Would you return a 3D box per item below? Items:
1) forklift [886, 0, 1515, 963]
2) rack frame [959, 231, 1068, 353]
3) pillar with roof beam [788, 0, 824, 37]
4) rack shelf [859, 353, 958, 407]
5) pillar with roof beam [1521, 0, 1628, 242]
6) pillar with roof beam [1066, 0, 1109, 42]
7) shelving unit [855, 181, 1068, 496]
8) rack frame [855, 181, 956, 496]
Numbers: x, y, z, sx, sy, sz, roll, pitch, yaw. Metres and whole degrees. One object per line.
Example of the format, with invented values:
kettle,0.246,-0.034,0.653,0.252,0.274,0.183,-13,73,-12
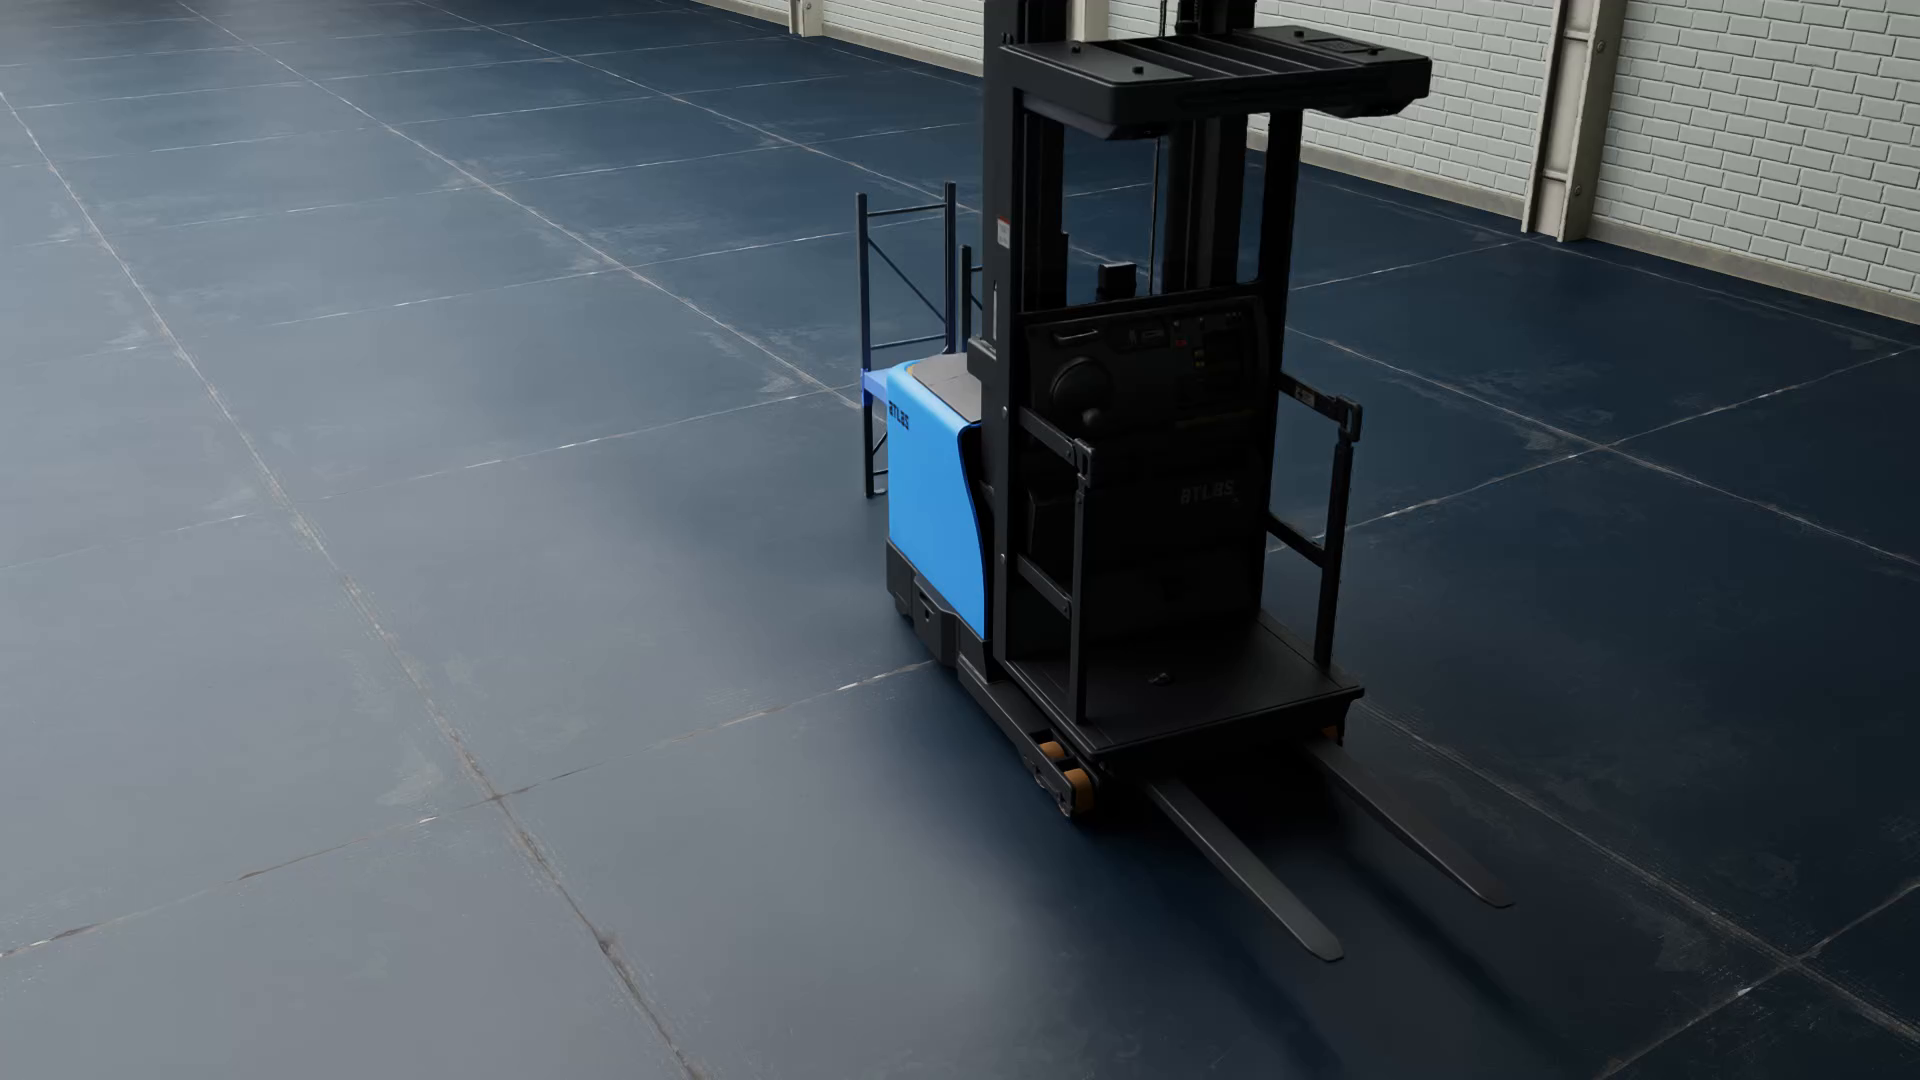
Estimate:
forklift,0.739,-0.580,5.544,1.130,2.935,3.031,-11,27,-21
rack frame,0.223,-0.564,7.188,0.500,1.500,0.032,-13,28,-25
pillar with roof beam,-5.614,-9.699,17.754,9.100,9.000,0.400,-16,29,-30
rack shelf,-0.013,-0.594,7.672,0.538,0.185,1.000,-13,28,-25
pillar with roof beam,0.937,-5.407,8.662,9.100,9.000,0.400,-16,29,-30
pillar with roof beam,-2.338,-7.553,13.208,9.100,9.000,0.400,-16,29,-30
shelving unit,-0.013,-0.756,7.595,0.538,1.500,1.048,-13,28,-25
rack frame,-0.249,-0.948,8.002,0.500,1.500,0.032,-13,28,-25
